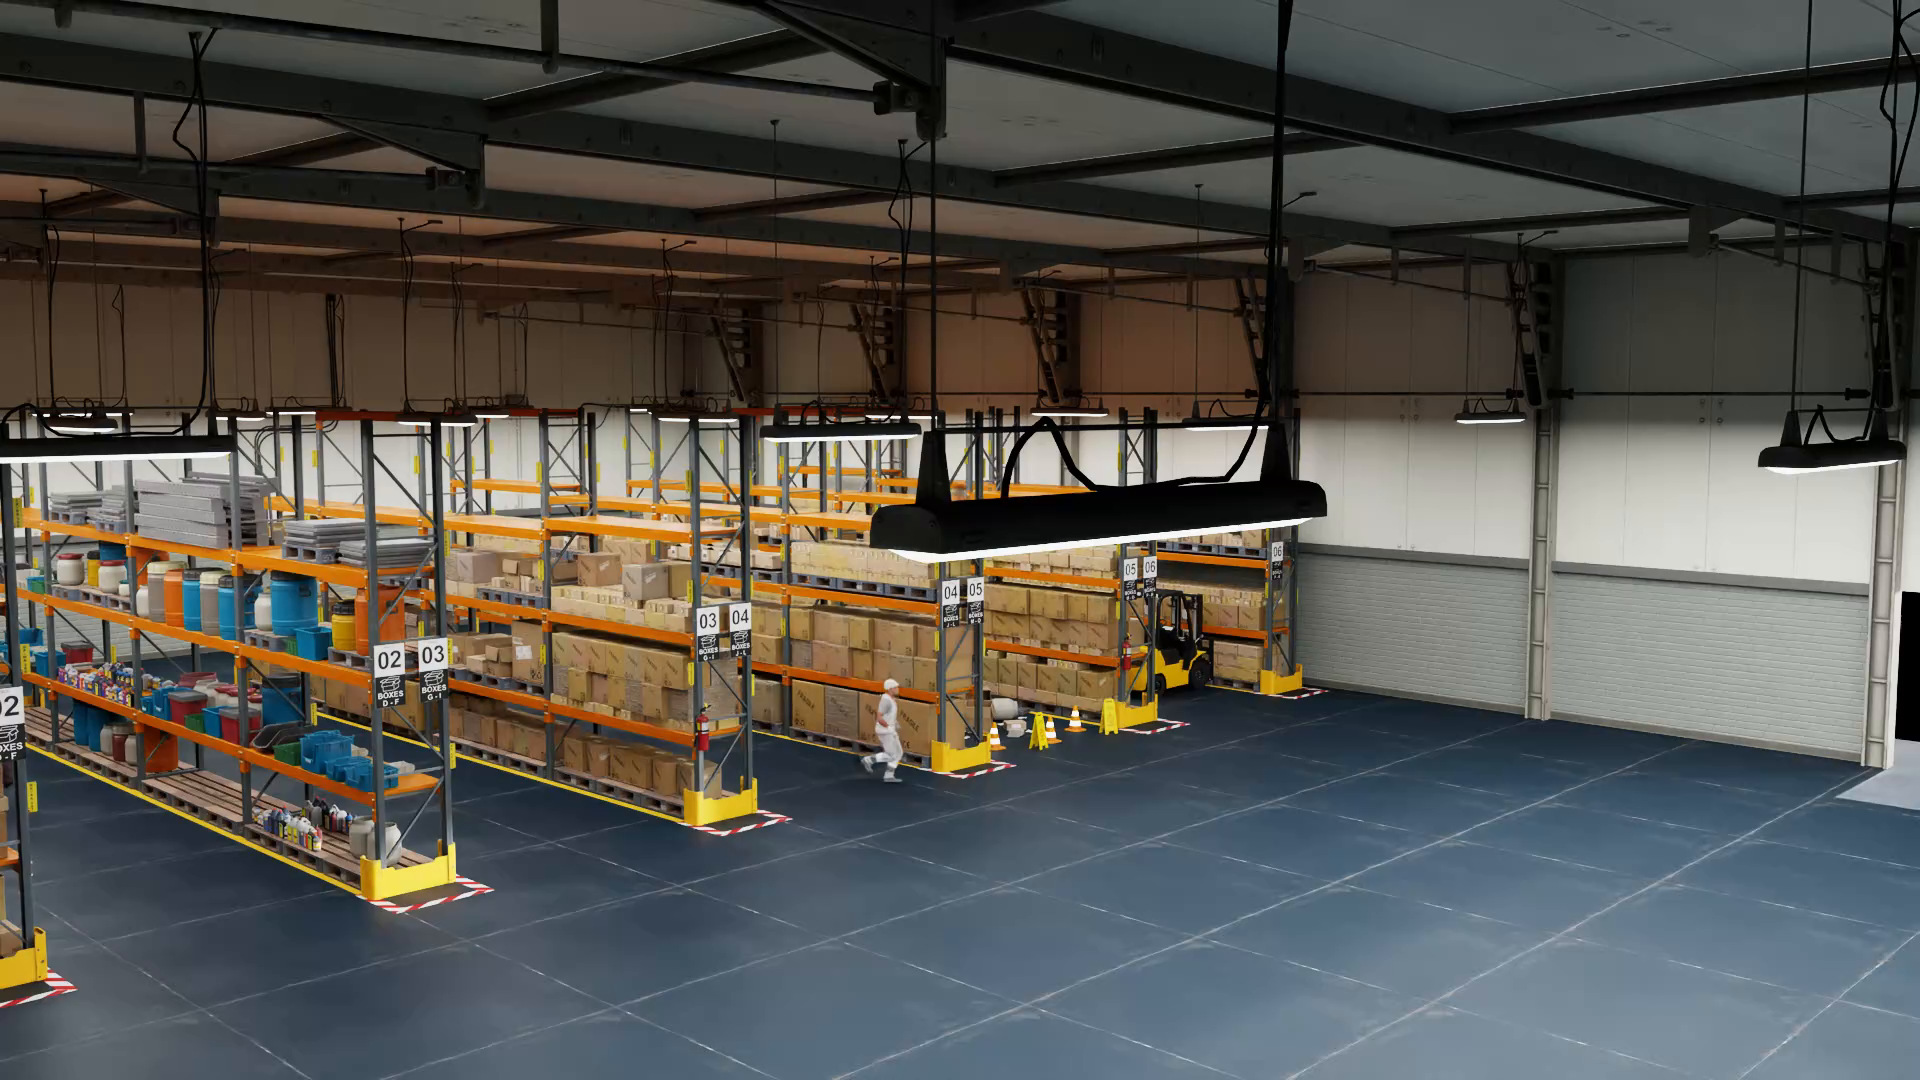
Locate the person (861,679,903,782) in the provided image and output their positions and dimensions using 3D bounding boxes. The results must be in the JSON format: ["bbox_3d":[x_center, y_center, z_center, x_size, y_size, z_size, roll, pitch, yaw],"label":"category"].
[{"bbox_3d":[-1.269,3.096,27.008,0.682,1.704,0.667,1,5,6],"label":"person"}]

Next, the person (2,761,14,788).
[{"bbox_3d":[-14.649,3.311,25.275,0.855,1.563,0.629,2,6,25],"label":"person"}]
